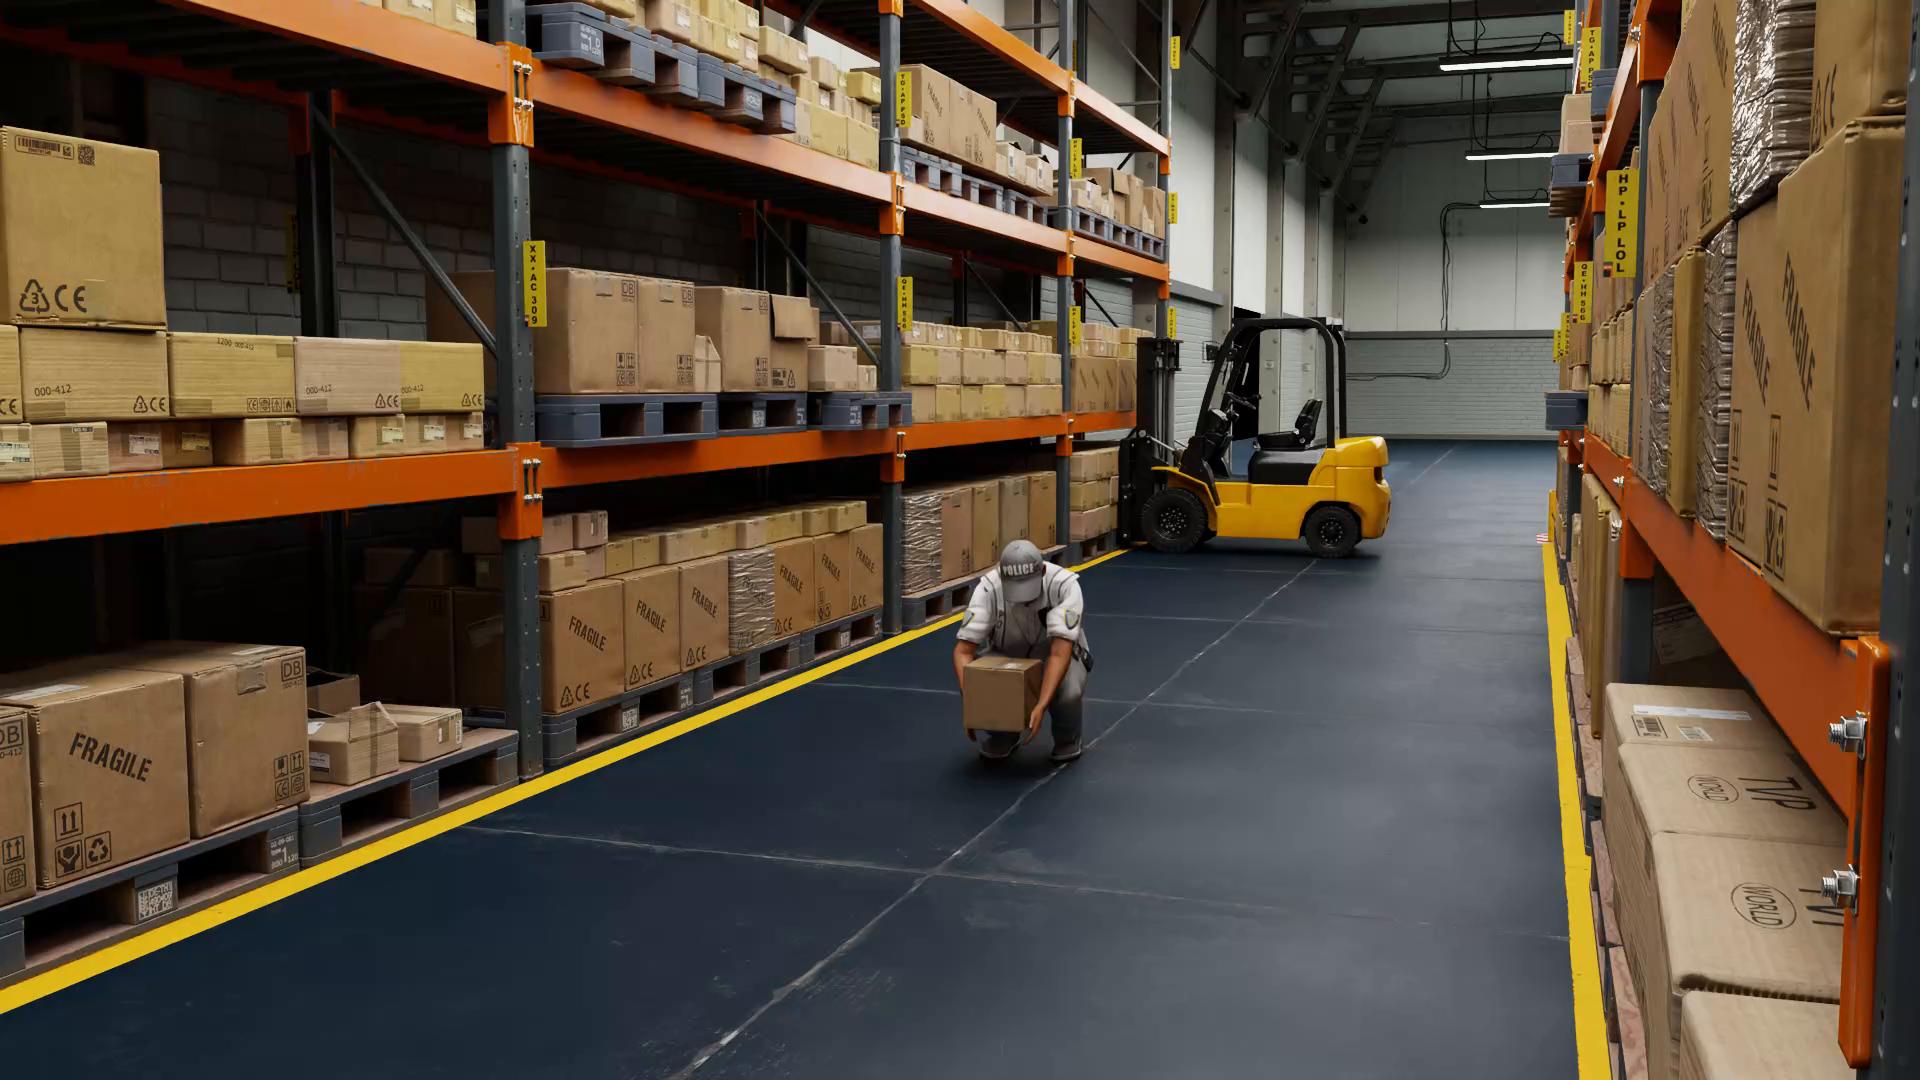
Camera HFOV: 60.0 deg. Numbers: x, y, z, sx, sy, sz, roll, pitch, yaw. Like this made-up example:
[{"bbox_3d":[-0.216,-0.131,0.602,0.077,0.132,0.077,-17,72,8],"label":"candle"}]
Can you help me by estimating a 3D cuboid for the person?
[{"bbox_3d":[0.279,0.447,6.909,0.535,0.945,0.818,2,6,18],"label":"person"}]
